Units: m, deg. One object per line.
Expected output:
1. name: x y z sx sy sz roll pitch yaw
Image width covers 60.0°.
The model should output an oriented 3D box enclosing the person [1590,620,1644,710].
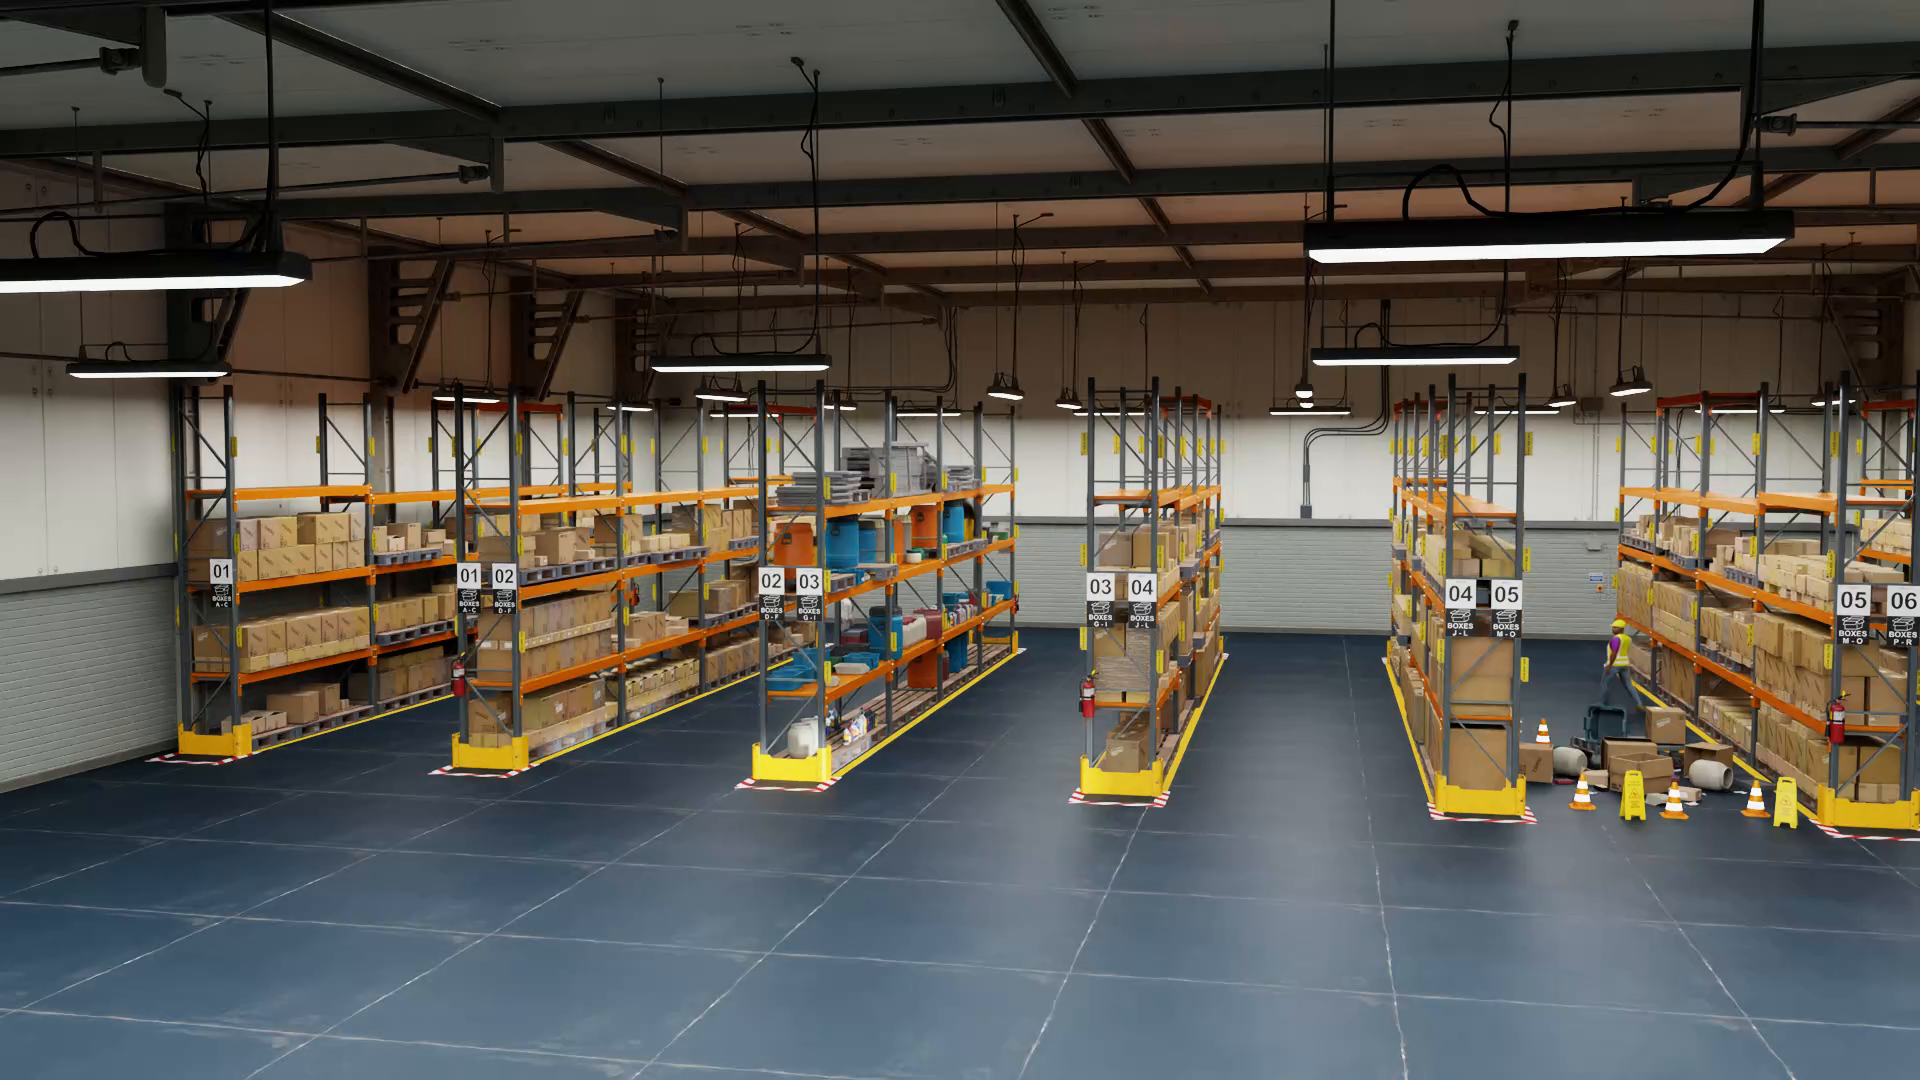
1. person: 12.458 2.380 31.522 0.698 1.737 0.884 -2 4 -31

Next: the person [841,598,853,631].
1. person: -2.716 1.894 38.811 0.420 1.718 0.503 1 3 19

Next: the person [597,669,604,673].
1. person: -8.260 2.166 36.812 0.532 1.603 0.587 3 4 39
